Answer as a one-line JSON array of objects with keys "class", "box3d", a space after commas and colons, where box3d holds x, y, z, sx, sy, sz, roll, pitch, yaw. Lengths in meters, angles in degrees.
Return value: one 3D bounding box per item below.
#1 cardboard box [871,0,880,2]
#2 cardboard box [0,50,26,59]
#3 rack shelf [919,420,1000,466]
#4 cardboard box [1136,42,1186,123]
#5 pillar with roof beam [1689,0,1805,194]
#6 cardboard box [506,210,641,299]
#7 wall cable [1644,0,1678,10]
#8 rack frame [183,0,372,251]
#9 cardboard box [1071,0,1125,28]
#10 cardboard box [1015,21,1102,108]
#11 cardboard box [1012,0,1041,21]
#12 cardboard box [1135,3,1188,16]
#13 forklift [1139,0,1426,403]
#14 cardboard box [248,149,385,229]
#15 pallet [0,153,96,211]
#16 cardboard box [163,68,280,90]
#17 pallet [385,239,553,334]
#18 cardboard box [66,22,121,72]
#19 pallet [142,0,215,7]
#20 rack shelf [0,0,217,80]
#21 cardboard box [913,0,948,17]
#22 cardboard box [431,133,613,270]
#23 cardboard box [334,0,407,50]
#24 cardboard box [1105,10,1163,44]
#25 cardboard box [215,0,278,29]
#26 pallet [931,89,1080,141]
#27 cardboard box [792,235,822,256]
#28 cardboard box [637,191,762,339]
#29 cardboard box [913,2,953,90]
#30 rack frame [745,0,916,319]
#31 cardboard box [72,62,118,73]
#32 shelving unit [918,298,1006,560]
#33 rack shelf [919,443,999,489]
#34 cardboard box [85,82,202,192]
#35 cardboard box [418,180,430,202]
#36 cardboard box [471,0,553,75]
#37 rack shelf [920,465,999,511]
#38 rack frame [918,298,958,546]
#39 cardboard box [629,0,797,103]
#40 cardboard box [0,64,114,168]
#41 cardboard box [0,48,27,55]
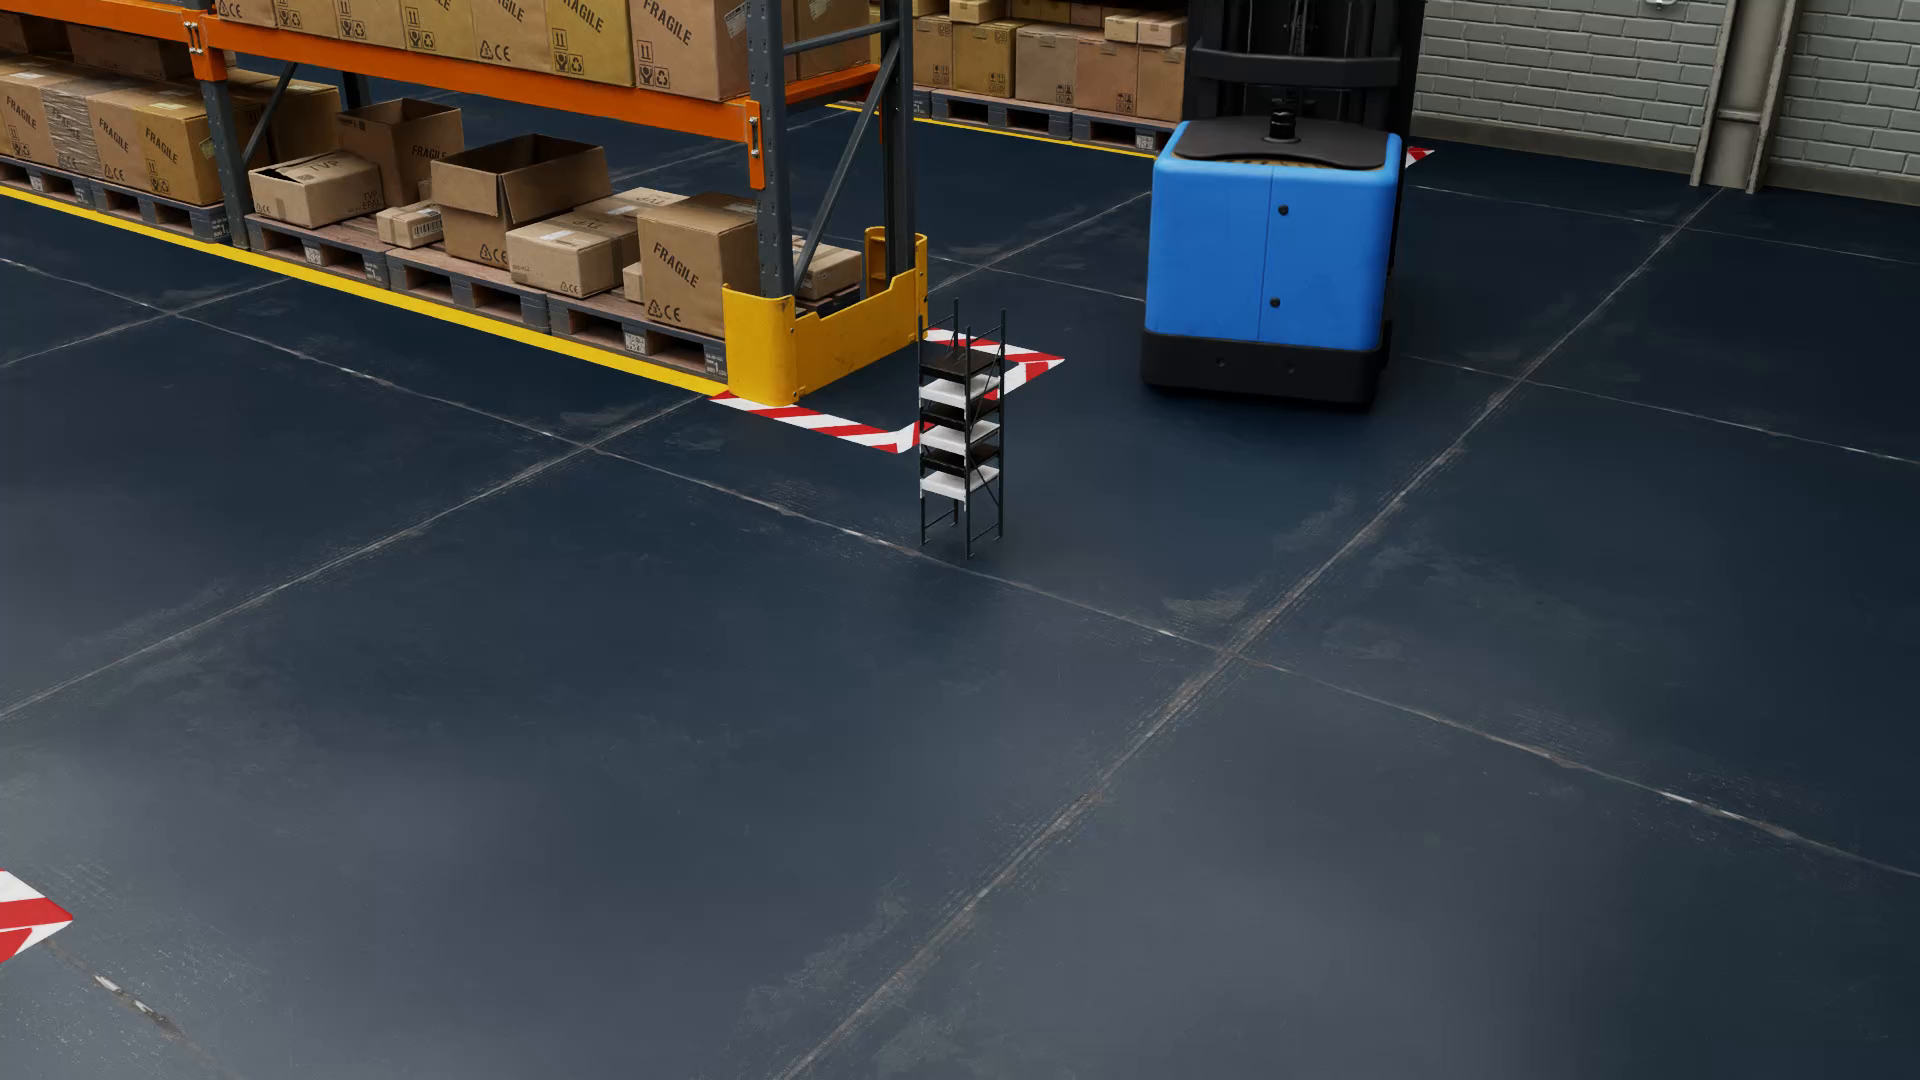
[{"class": "cardboard box", "box3d": [-0.488, -4.284, 12.939, 0.250, 0.149, 0.380, 17, 32, 30]}, {"class": "cardboard box", "box3d": [-6.490, -2.941, 10.993, 0.500, 0.500, 0.500, 16, 31, 29]}, {"class": "rack shelf", "box3d": [0.007, -0.369, 6.057, 0.200, 0.077, 0.258, 17, 32, 30]}, {"class": "cardboard box", "box3d": [1.625, -3.229, 11.581, 0.500, 0.500, 0.700, 17, 32, 30]}, {"class": "pillar with roof beam", "box3d": [2.536, -4.708, 5.580, 0.400, 9.000, 9.100, 17, 32, 30]}, {"class": "cardboard box", "box3d": [-1.897, -1.434, 8.307, 0.500, 0.250, 0.500, 17, 32, 30]}, {"class": "wall cable", "box3d": [3.849, -4.491, 10.648, 1.851, 1.984, 0.084, 17, 32, 30]}, {"class": "rack frame", "box3d": [-3.840, -3.188, 9.207, 0.127, 3.000, 1.000, 17, 32, 30]}, {"class": "cardboard box", "box3d": [1.007, -3.820, 12.027, 0.250, 0.149, 0.380, 18, 32, 31]}, {"class": "cardboard box", "box3d": [0.797, -3.487, 12.087, 0.500, 0.500, 0.700, 16, 31, 29]}, {"class": "cardboard box", "box3d": [0.586, -3.951, 12.284, 0.250, 0.149, 0.380, 17, 31, 29]}, {"class": "cardboard box", "box3d": [1.423, -3.691, 11.773, 0.250, 0.149, 0.380, 17, 32, 30]}, {"class": "forklift", "box3d": [1.681, -2.552, 8.034, 1.130, 2.935, 3.031, 7, 28, 13]}, {"class": "cardboard box", "box3d": [-3.617, -1.997, 9.346, 0.500, 0.311, 0.500, 17, 32, 30]}, {"class": "pallet", "box3d": [-5.542, -2.453, 10.837, 1.213, 0.211, 1.003, 17, 32, 30]}, {"class": "cardboard box", "box3d": [-4.547, -2.618, 10.358, 0.500, 0.500, 0.500, 18, 32, 31]}, {"class": "pallet", "box3d": [-2.265, -1.455, 8.877, 1.213, 0.211, 1.003, 17, 32, 30]}, {"class": "cardboard box", "box3d": [-5.339, -3.205, 10.685, 0.500, 0.250, 0.500, 17, 31, 29]}, {"class": "pallet", "box3d": [-4.437, -3.348, 9.734, 1.213, 0.211, 1.003, 17, 32, 30]}, {"class": "rack shelf", "box3d": [-5.489, -3.381, 10.379, 4.000, 0.370, 1.077, 17, 32, 30]}, {"class": "cardboard box", "box3d": [-0.302, -4.017, 12.413, 0.250, 0.149, 0.380, 19, 32, 32]}, {"class": "cardboard box", "box3d": [-2.289, -1.791, 8.729, 0.637, 0.503, 0.797, 17, 32, 30]}, {"class": "cardboard box", "box3d": [-2.740, -2.740, 8.217, 0.500, 0.500, 0.500, 17, 32, 30]}, {"class": "cardboard box", "box3d": [1.204, -3.549, 11.493, 0.250, 0.149, 0.380, 18, 32, 32]}, {"class": "cardboard box", "box3d": [-3.575, -3.000, 8.727, 0.500, 0.500, 0.500, 18, 32, 32]}, {"class": "pallet", "box3d": [0.553, -3.261, 12.424, 1.213, 0.211, 1.003, 17, 32, 30]}, {"class": "cardboard box", "box3d": [-0.900, -1.394, 8.321, 0.250, 0.166, 0.380, 17, 32, 30]}, {"class": "cardboard box", "box3d": [-1.131, -1.290, 7.749, 0.500, 0.500, 0.500, 17, 32, 30]}, {"class": "cardboard box", "box3d": [-0.068, -3.753, 12.611, 0.500, 0.500, 0.700, 17, 32, 30]}, {"class": "rack frame", "box3d": [-0.543, -2.161, 7.189, 0.127, 3.000, 1.000, 17, 32, 30]}, {"class": "cardboard box", "box3d": [-5.371, -2.879, 10.872, 0.500, 0.500, 0.500, 16, 31, 28]}, {"class": "shelving unit", "box3d": [0.007, -0.399, 6.042, 0.210, 0.900, 0.258, 17, 32, 30]}, {"class": "rack shelf", "box3d": [0.007, -0.289, 6.098, 0.200, 0.077, 0.258, 17, 32, 30]}, {"class": "cardboard box", "box3d": [-4.812, -2.420, 9.968, 0.500, 0.500, 0.500, 17, 32, 30]}, {"class": "cardboard box", "box3d": [-2.867, -1.999, 9.530, 0.250, 0.149, 0.380, 17, 32, 30]}, {"class": "cardboard box", "box3d": [-1.904, -2.481, 7.707, 0.500, 0.500, 0.500, 18, 32, 31]}, {"class": "rack shelf", "box3d": [0.007, -0.209, 6.139, 0.200, 0.077, 0.258, 17, 32, 30]}, {"class": "rack frame", "box3d": [-0.077, -0.425, 6.093, 0.006, 0.900, 0.240, 17, 32, 30]}, {"class": "cardboard box", "box3d": [-1.067, -2.219, 7.192, 0.500, 0.500, 0.500, 18, 32, 32]}, {"class": "cardboard box", "box3d": [-5.646, -2.678, 10.477, 0.500, 0.500, 0.500, 16, 31, 29]}, {"class": "cardboard box", "box3d": [-6.234, -3.145, 11.393, 0.500, 0.500, 0.500, 19, 32, 32]}]
